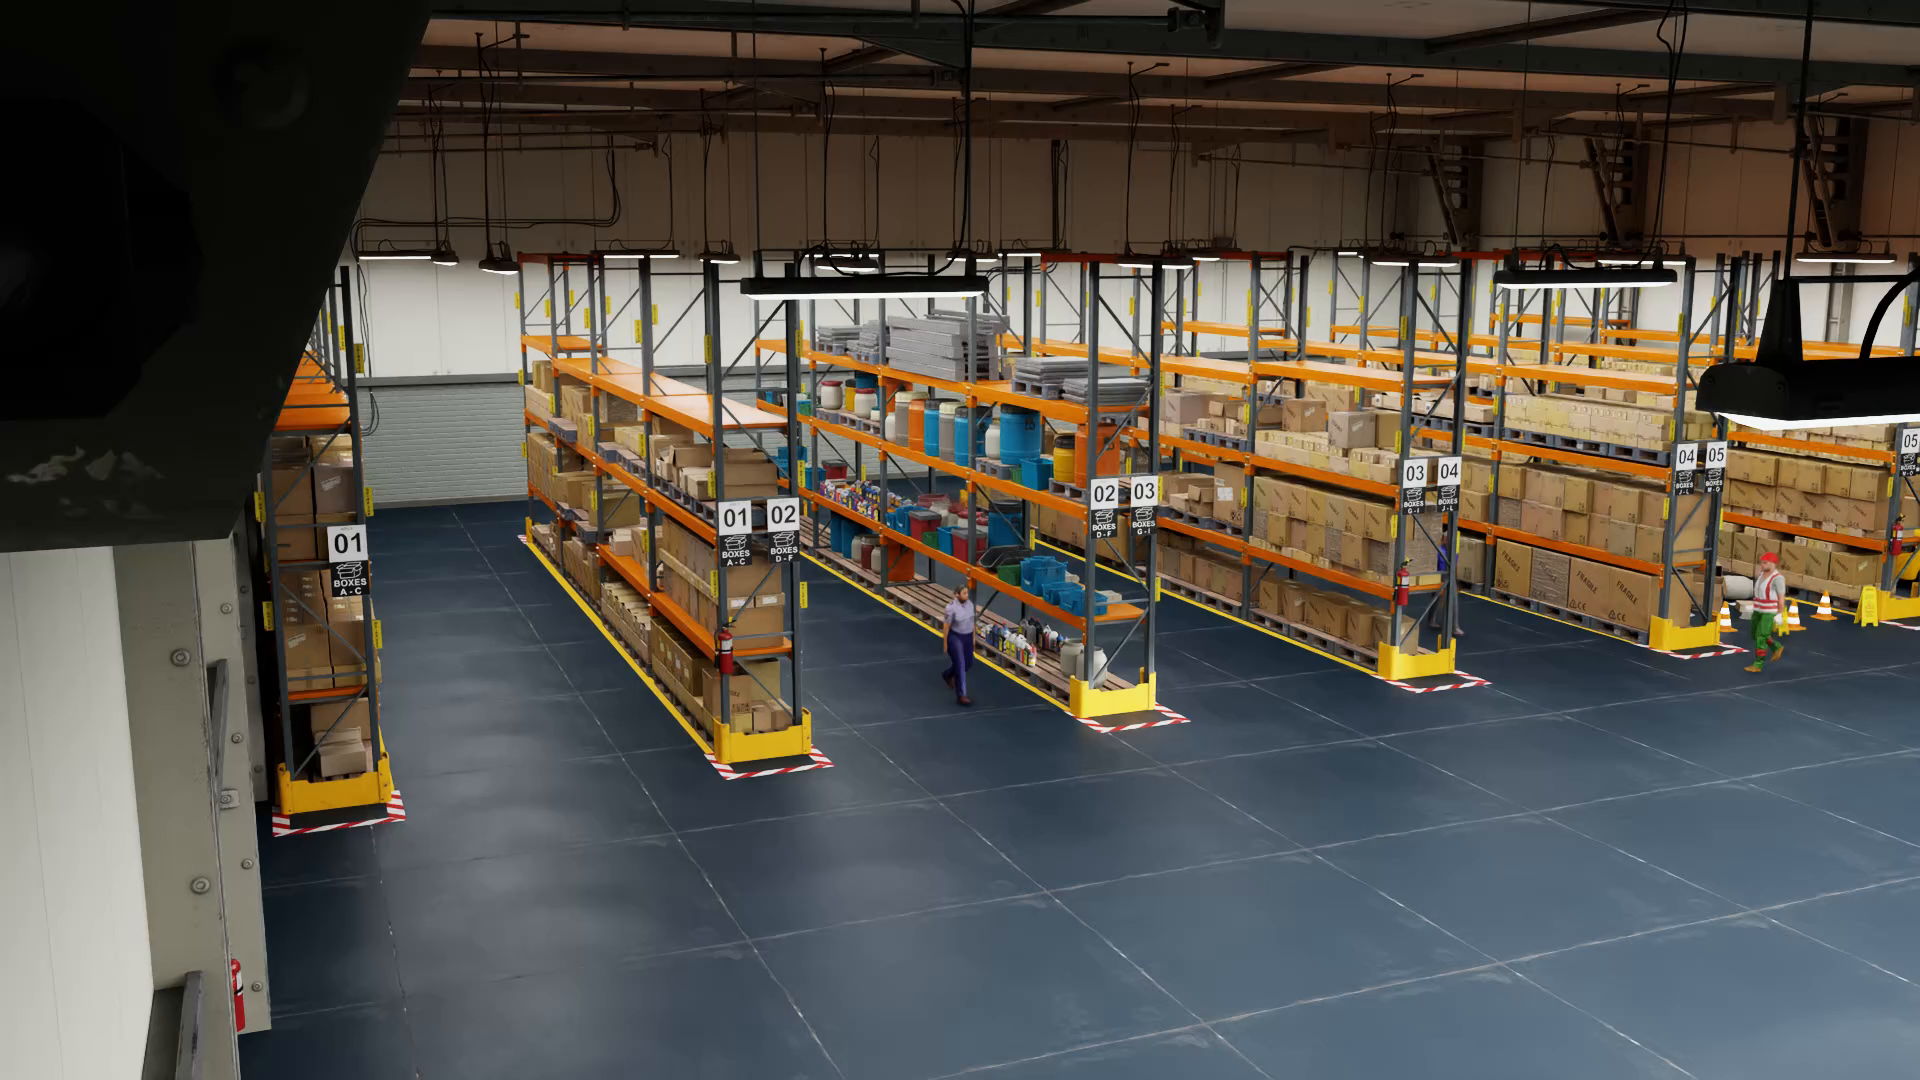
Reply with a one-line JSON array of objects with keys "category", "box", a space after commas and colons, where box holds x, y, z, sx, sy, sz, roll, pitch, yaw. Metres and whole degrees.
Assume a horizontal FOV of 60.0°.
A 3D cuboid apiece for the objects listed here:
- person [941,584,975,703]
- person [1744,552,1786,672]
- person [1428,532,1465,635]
[{"category": "person", "box": [-0.017, 1.386, 23.007, 0.514, 1.594, 0.899, -8, 13, -39]}, {"category": "person", "box": [11.862, 1.045, 24.362, 0.826, 1.771, 0.557, -3, 11, -18]}, {"category": "person", "box": [7.823, 0.677, 26.769, 0.484, 1.607, 0.948, 0, 10, 1]}]
